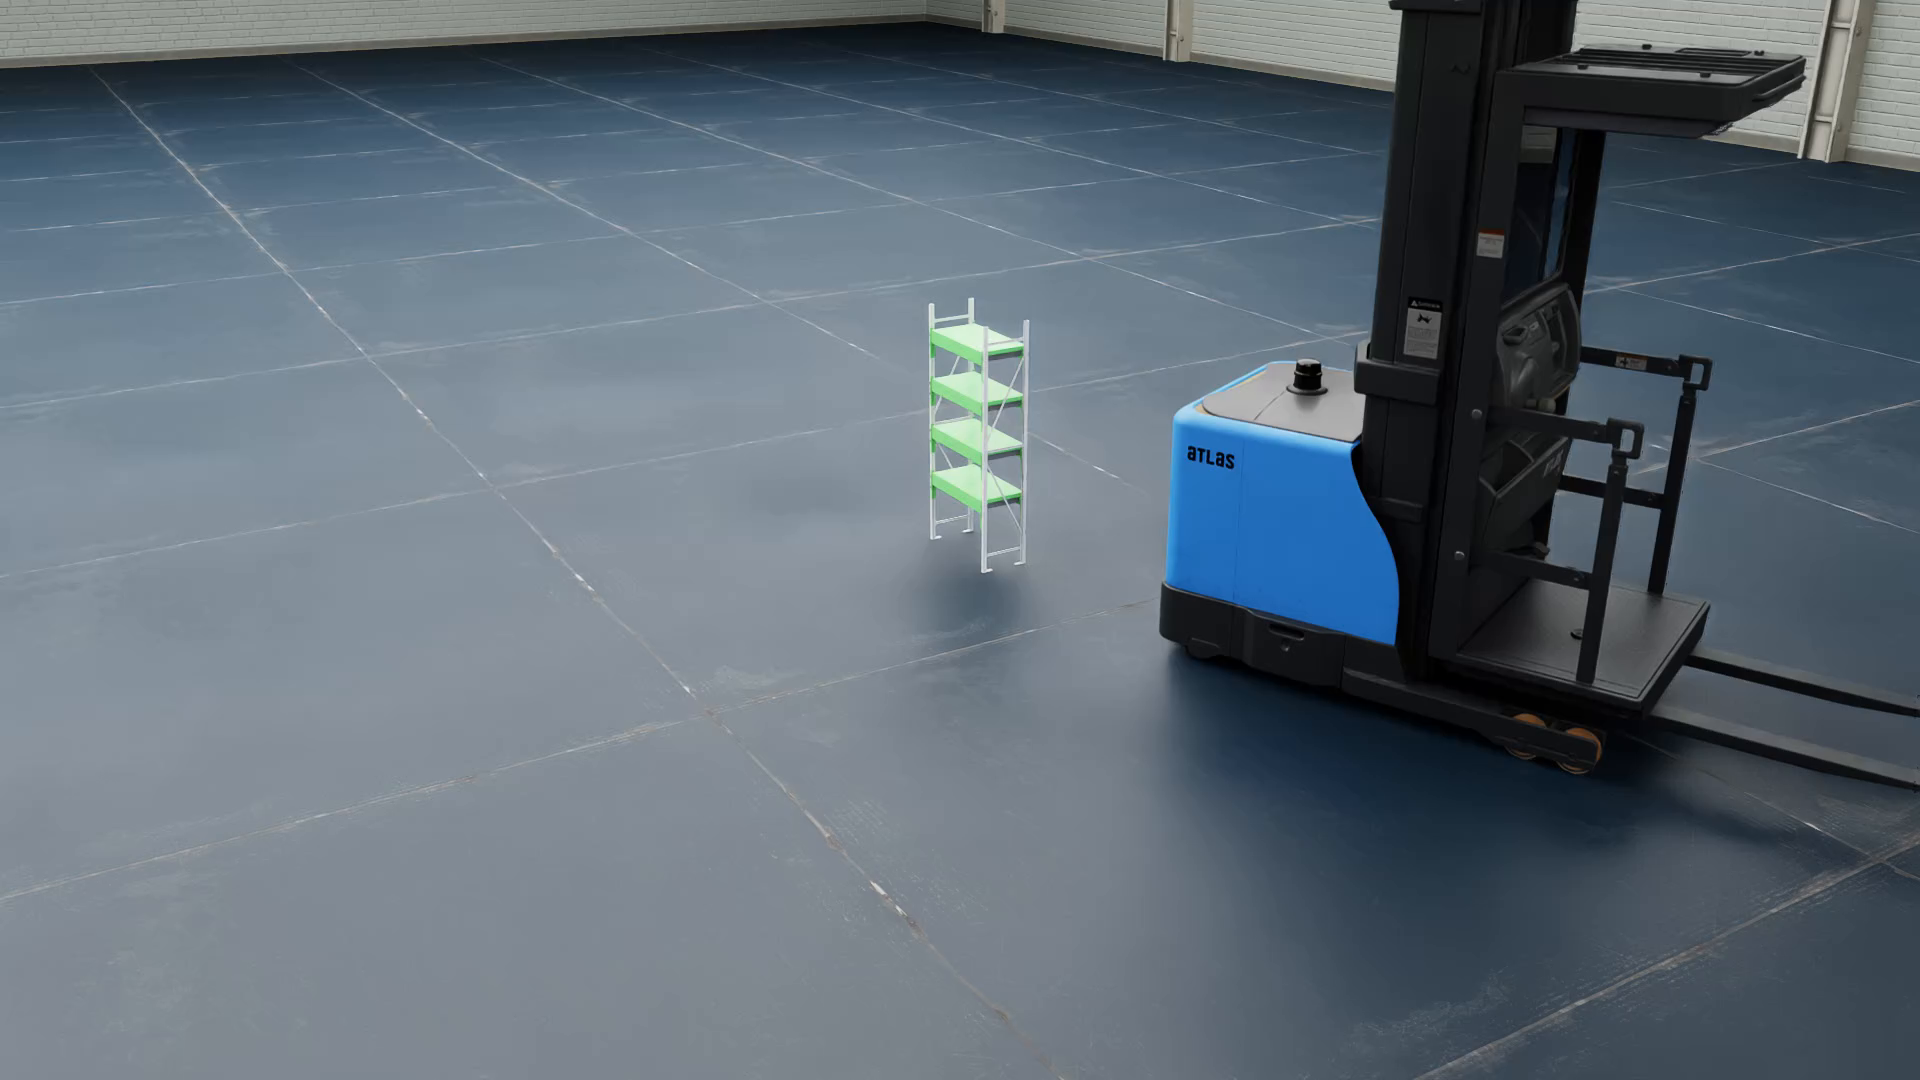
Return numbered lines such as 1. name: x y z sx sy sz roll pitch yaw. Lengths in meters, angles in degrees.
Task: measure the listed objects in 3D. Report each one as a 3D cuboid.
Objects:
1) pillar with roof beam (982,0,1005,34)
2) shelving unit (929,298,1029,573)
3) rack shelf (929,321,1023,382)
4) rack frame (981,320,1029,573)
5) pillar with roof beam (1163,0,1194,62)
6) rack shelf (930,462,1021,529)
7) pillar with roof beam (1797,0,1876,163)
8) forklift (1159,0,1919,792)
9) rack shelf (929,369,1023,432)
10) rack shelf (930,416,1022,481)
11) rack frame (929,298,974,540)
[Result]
1. pillar with roof beam: -3.035 -13.531 29.650 9.100 9.000 0.400 -13 25 -28
2. shelving unit: 0.085 -0.502 7.954 0.258 1.200 0.503 -13 25 -28
3. rack shelf: 0.085 -0.888 7.797 0.258 0.148 0.480 -13 25 -28
4. rack frame: 0.209 -0.423 7.759 0.240 1.200 0.015 -13 25 -28
5. pillar with roof beam: 0.030 -11.589 24.872 9.100 9.000 0.400 -13 25 -28
6. rack shelf: 0.085 -0.221 8.068 0.258 0.148 0.480 -13 25 -28
7. pillar with roof beam: 6.159 -7.704 15.315 9.100 9.000 0.400 -13 25 -28
8. forklift: 2.353 -0.716 6.181 3.031 2.935 1.130 15 26 32
9. rack shelf: 0.085 -0.665 7.887 0.258 0.148 0.480 -13 25 -28
10. rack shelf: 0.085 -0.443 7.978 0.258 0.148 0.480 -13 25 -28
11. rack frame: -0.040 -0.581 8.148 0.240 1.200 0.015 -13 25 -28
